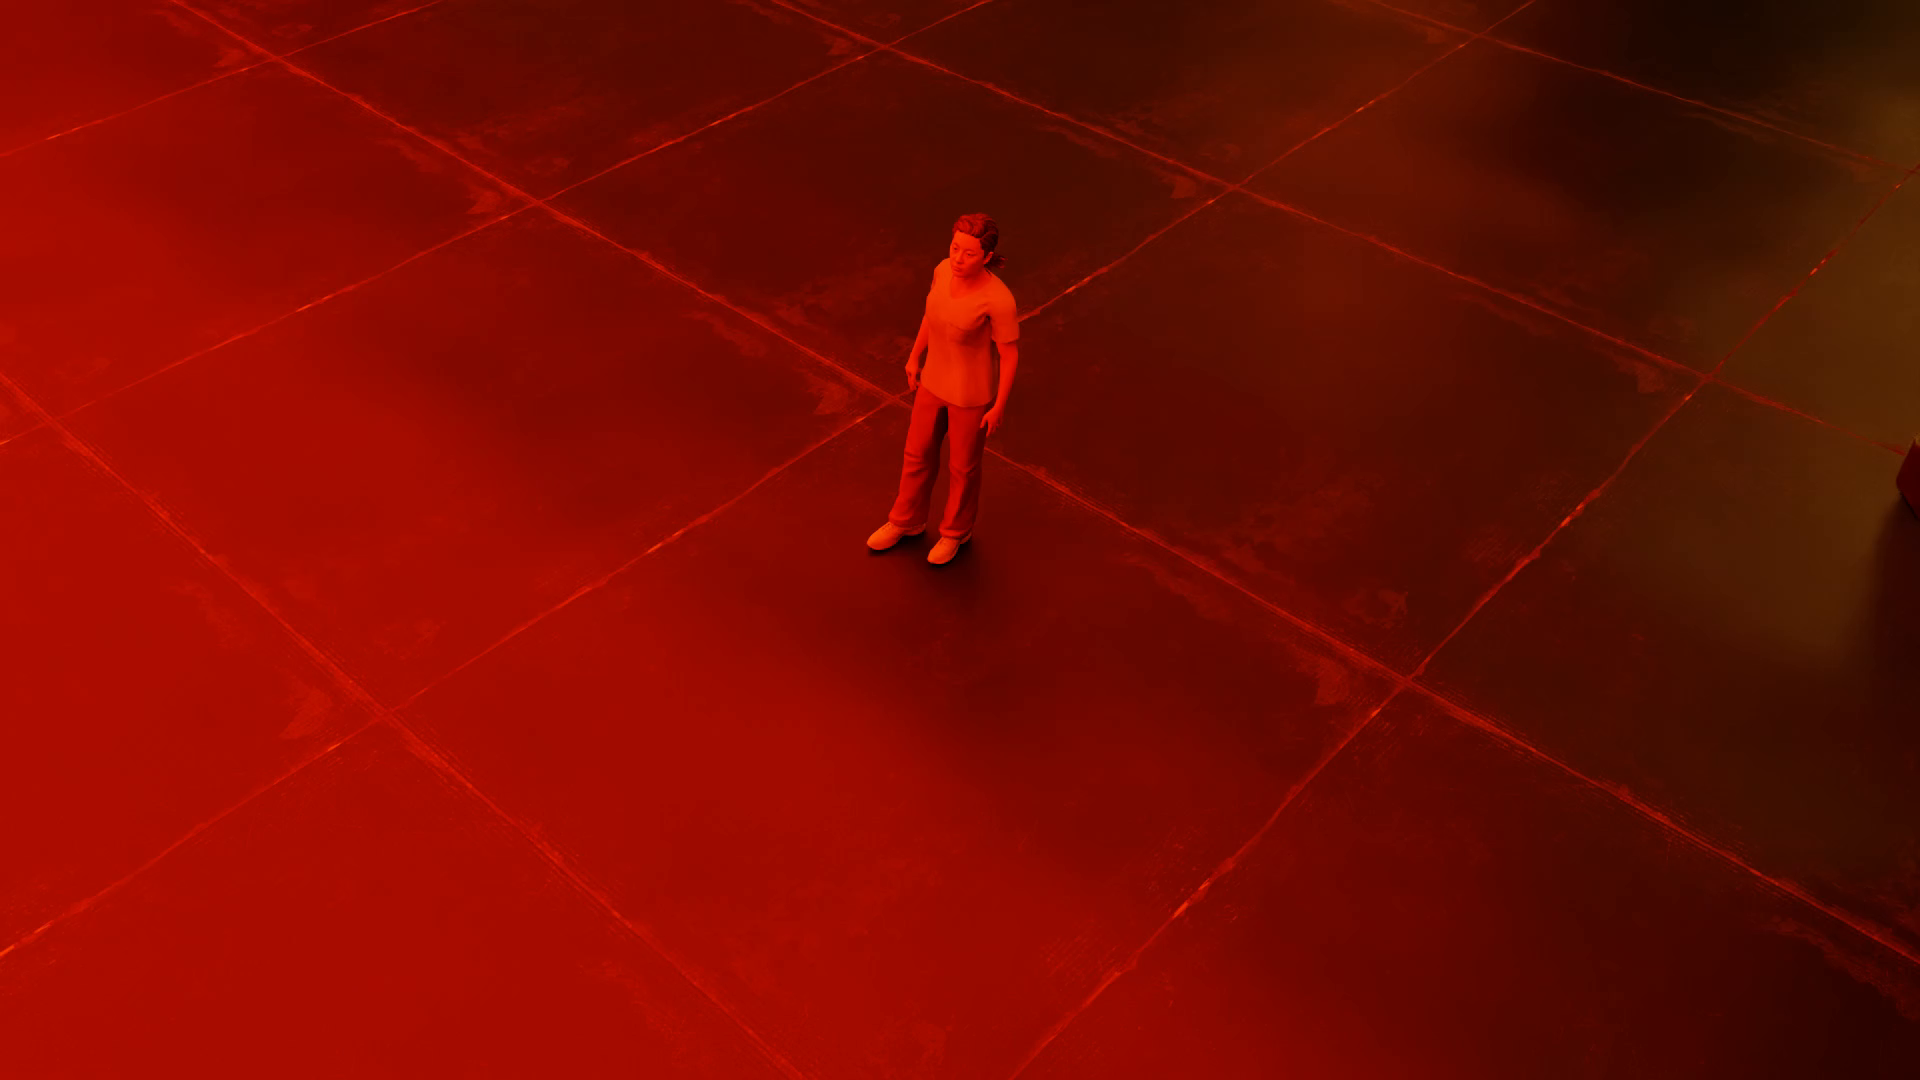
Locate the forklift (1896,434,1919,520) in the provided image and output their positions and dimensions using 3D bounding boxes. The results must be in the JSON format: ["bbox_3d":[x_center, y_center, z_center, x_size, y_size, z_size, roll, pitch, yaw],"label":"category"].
[{"bbox_3d":[5.936,-1.009,6.604,3.031,2.935,1.130,1,41,2],"label":"forklift"}]

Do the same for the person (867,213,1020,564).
[{"bbox_3d":[-0.058,-0.611,7.094,0.553,1.675,0.549,31,49,31],"label":"person"}]
